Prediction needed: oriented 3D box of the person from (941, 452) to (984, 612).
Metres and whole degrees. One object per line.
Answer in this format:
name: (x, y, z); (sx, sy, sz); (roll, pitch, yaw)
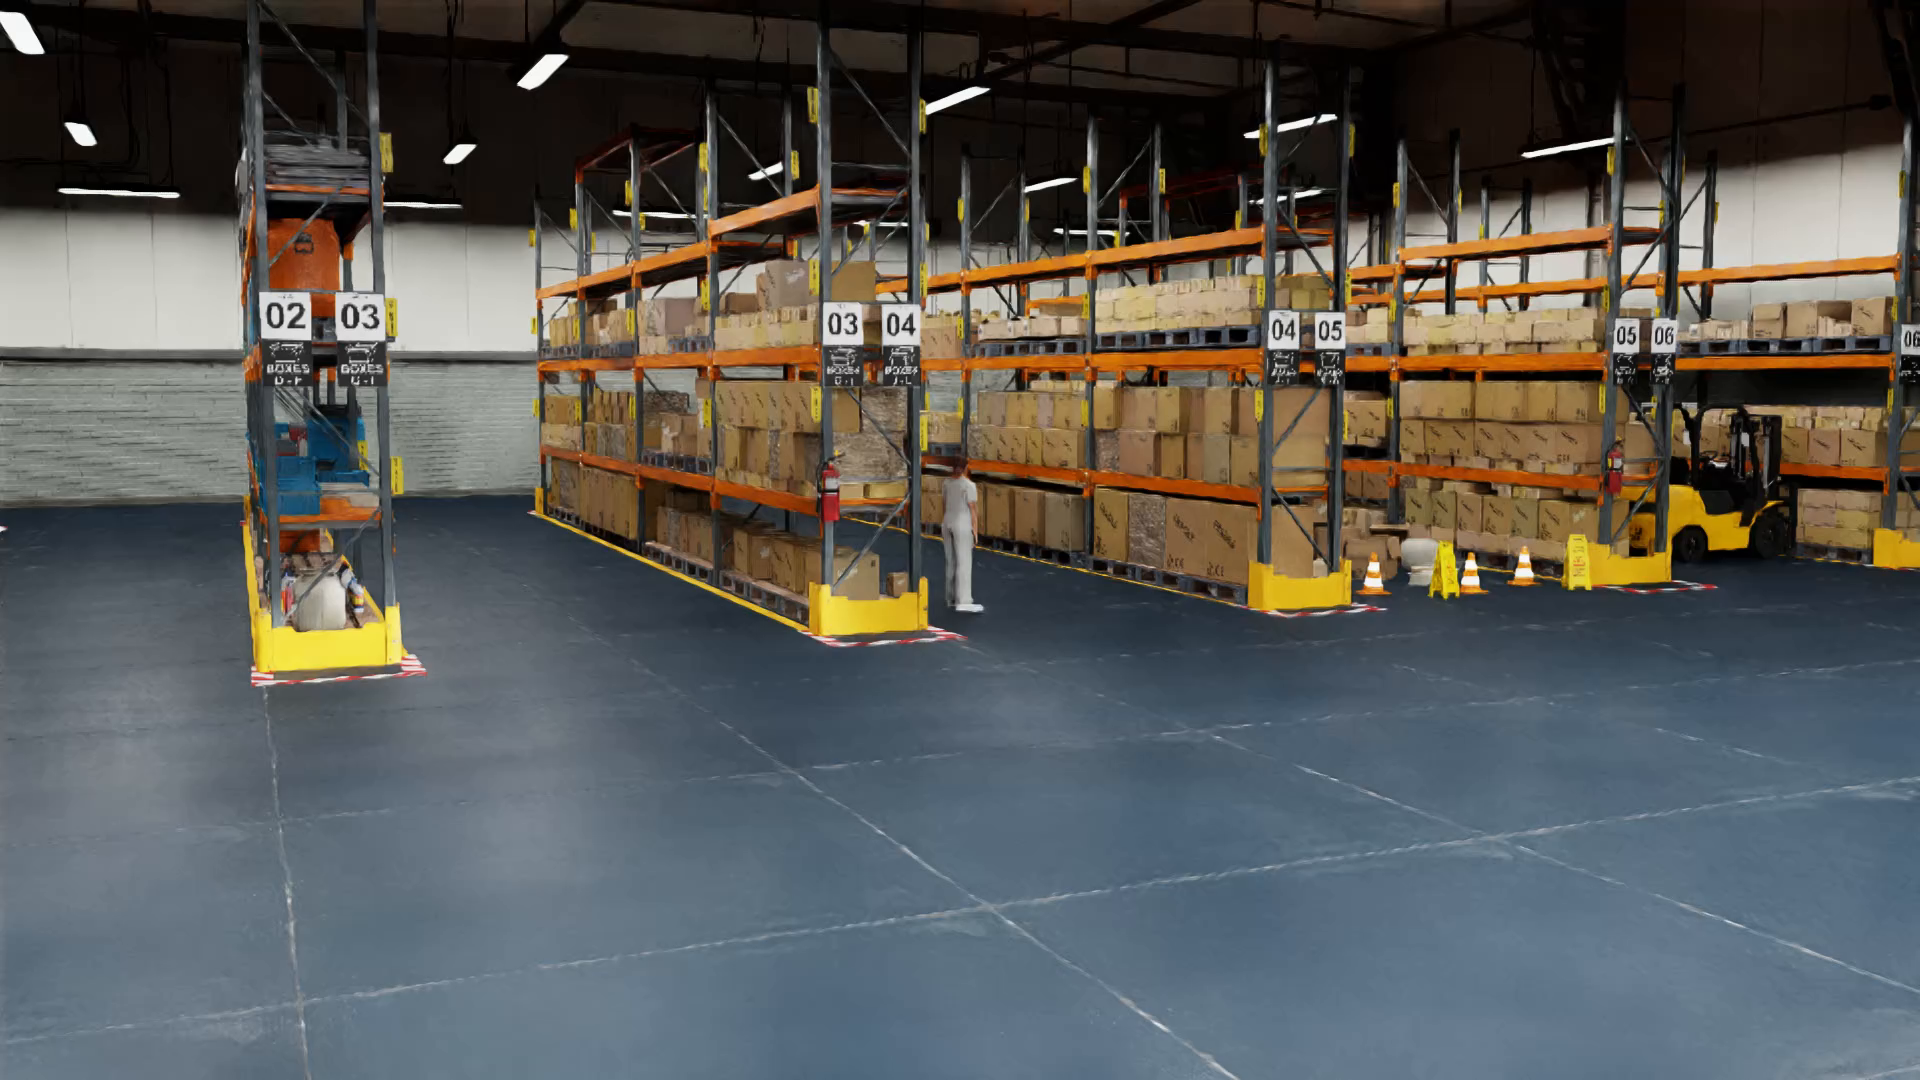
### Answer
person: (0.035, -0.096, 17.685); (0.525, 1.680, 0.449); (5, 7, 39)
